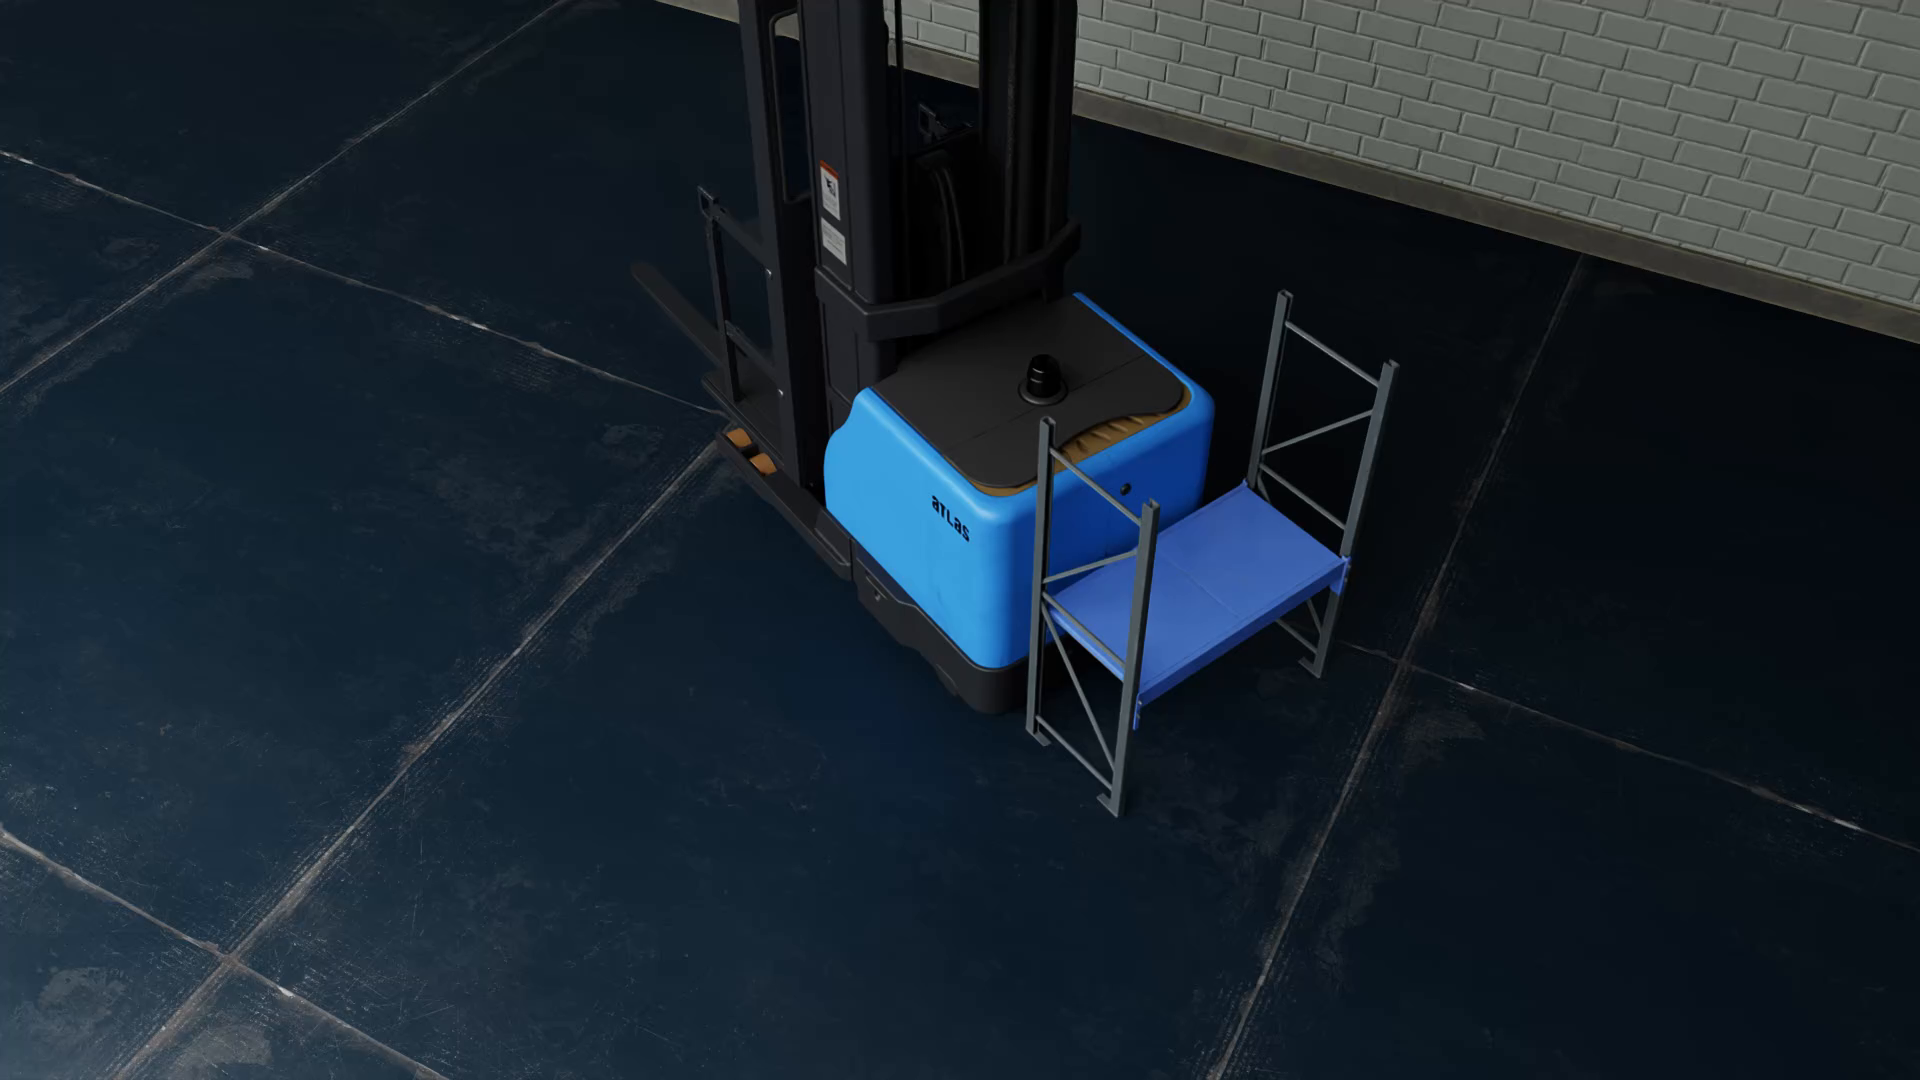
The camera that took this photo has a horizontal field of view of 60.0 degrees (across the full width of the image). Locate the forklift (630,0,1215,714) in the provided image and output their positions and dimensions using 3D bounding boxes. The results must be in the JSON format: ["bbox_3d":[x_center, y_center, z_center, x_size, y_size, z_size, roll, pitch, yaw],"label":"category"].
[{"bbox_3d":[-0.368,-1.409,6.082,1.130,2.935,3.031,-27,51,-24],"label":"forklift"}]

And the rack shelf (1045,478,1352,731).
[{"bbox_3d":[0.806,0.200,5.751,1.000,0.185,0.538,-29,52,-26],"label":"rack shelf"}]

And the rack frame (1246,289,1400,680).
[{"bbox_3d":[1.206,-0.150,5.844,0.032,1.500,0.500,-29,52,-26],"label":"rack frame"}]

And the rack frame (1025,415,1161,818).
[{"bbox_3d":[0.406,0.296,5.402,0.032,1.500,0.500,-29,52,-26],"label":"rack frame"}]

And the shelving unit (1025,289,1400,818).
[{"bbox_3d":[0.806,0.073,5.623,1.048,1.500,0.538,-29,52,-26],"label":"shelving unit"}]
